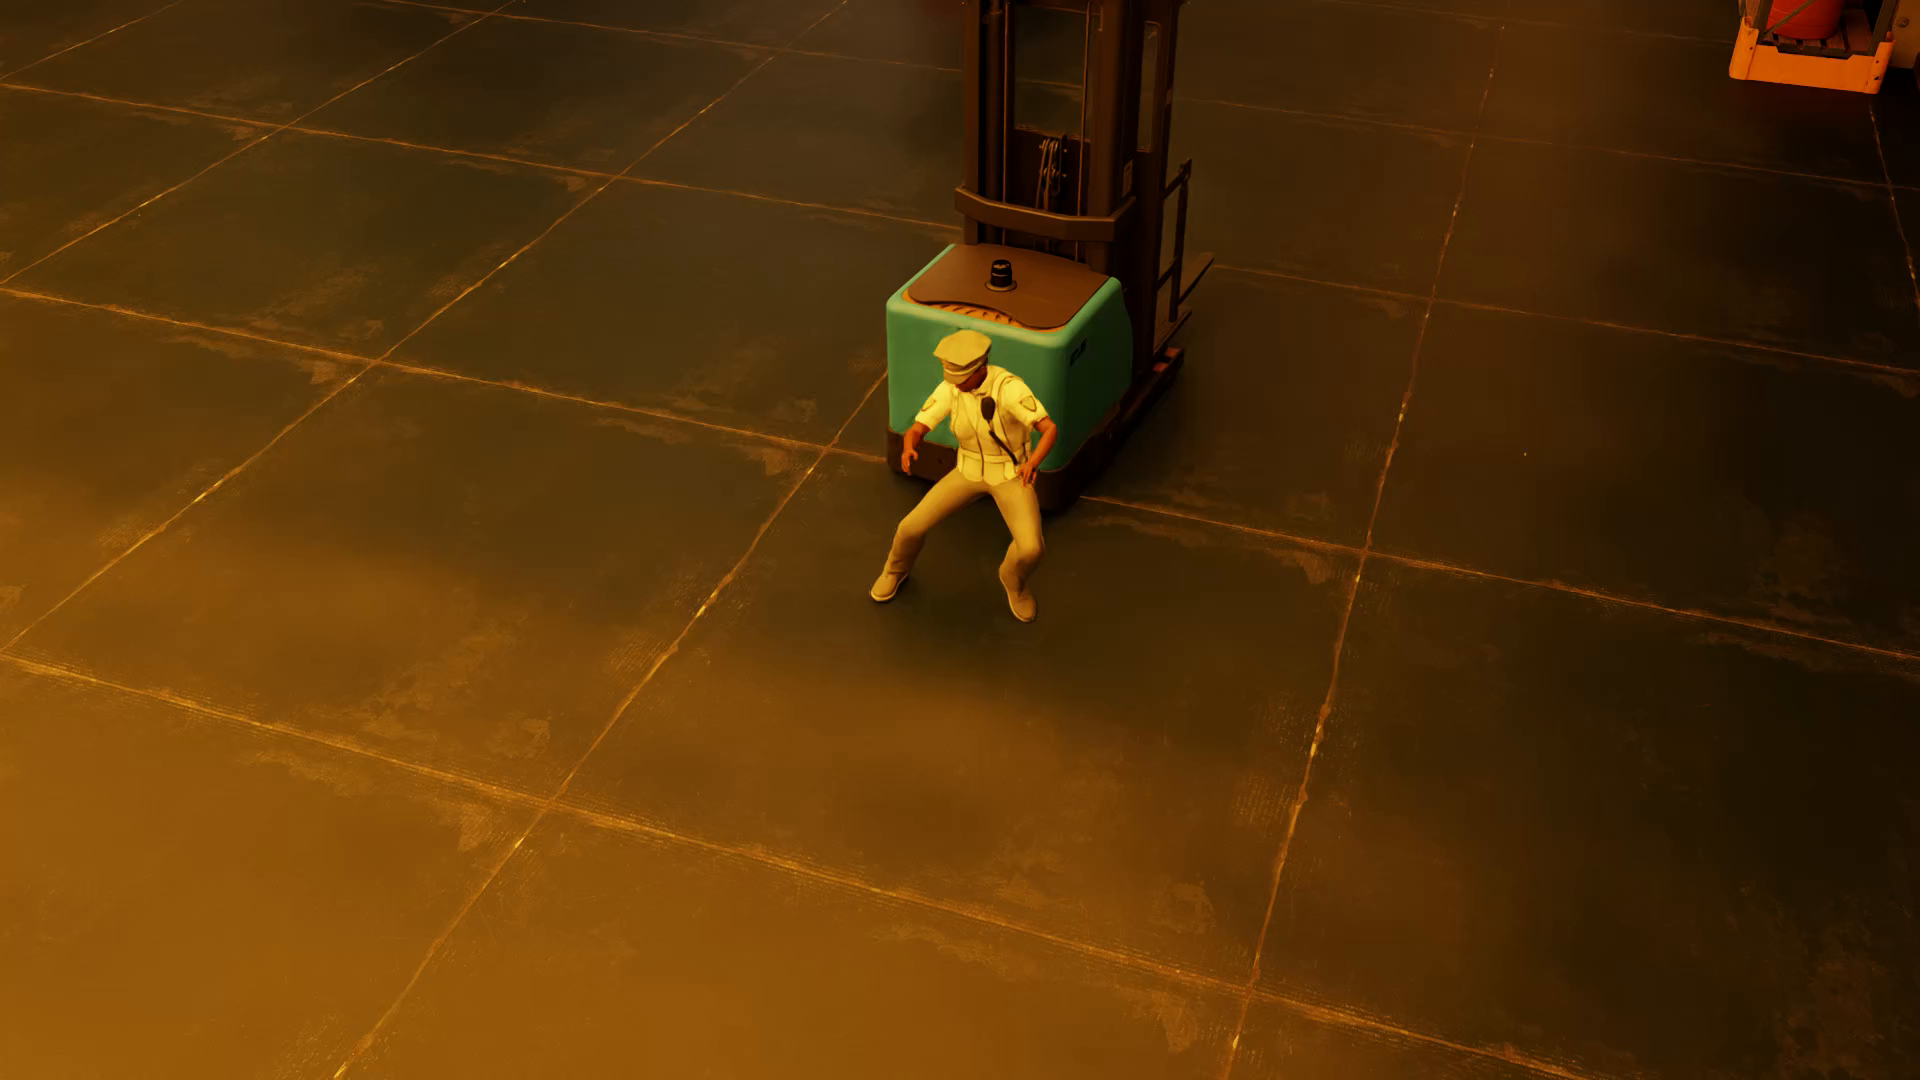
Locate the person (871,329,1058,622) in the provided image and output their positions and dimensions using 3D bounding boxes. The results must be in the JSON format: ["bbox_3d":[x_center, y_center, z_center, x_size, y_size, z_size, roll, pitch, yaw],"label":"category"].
[{"bbox_3d":[0.026,-0.259,7.779,0.916,1.415,0.749,18,39,24],"label":"person"}]

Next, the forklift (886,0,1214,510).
[{"bbox_3d":[0.703,-2.192,9.202,1.130,2.935,3.031,16,38,21],"label":"forklift"}]
